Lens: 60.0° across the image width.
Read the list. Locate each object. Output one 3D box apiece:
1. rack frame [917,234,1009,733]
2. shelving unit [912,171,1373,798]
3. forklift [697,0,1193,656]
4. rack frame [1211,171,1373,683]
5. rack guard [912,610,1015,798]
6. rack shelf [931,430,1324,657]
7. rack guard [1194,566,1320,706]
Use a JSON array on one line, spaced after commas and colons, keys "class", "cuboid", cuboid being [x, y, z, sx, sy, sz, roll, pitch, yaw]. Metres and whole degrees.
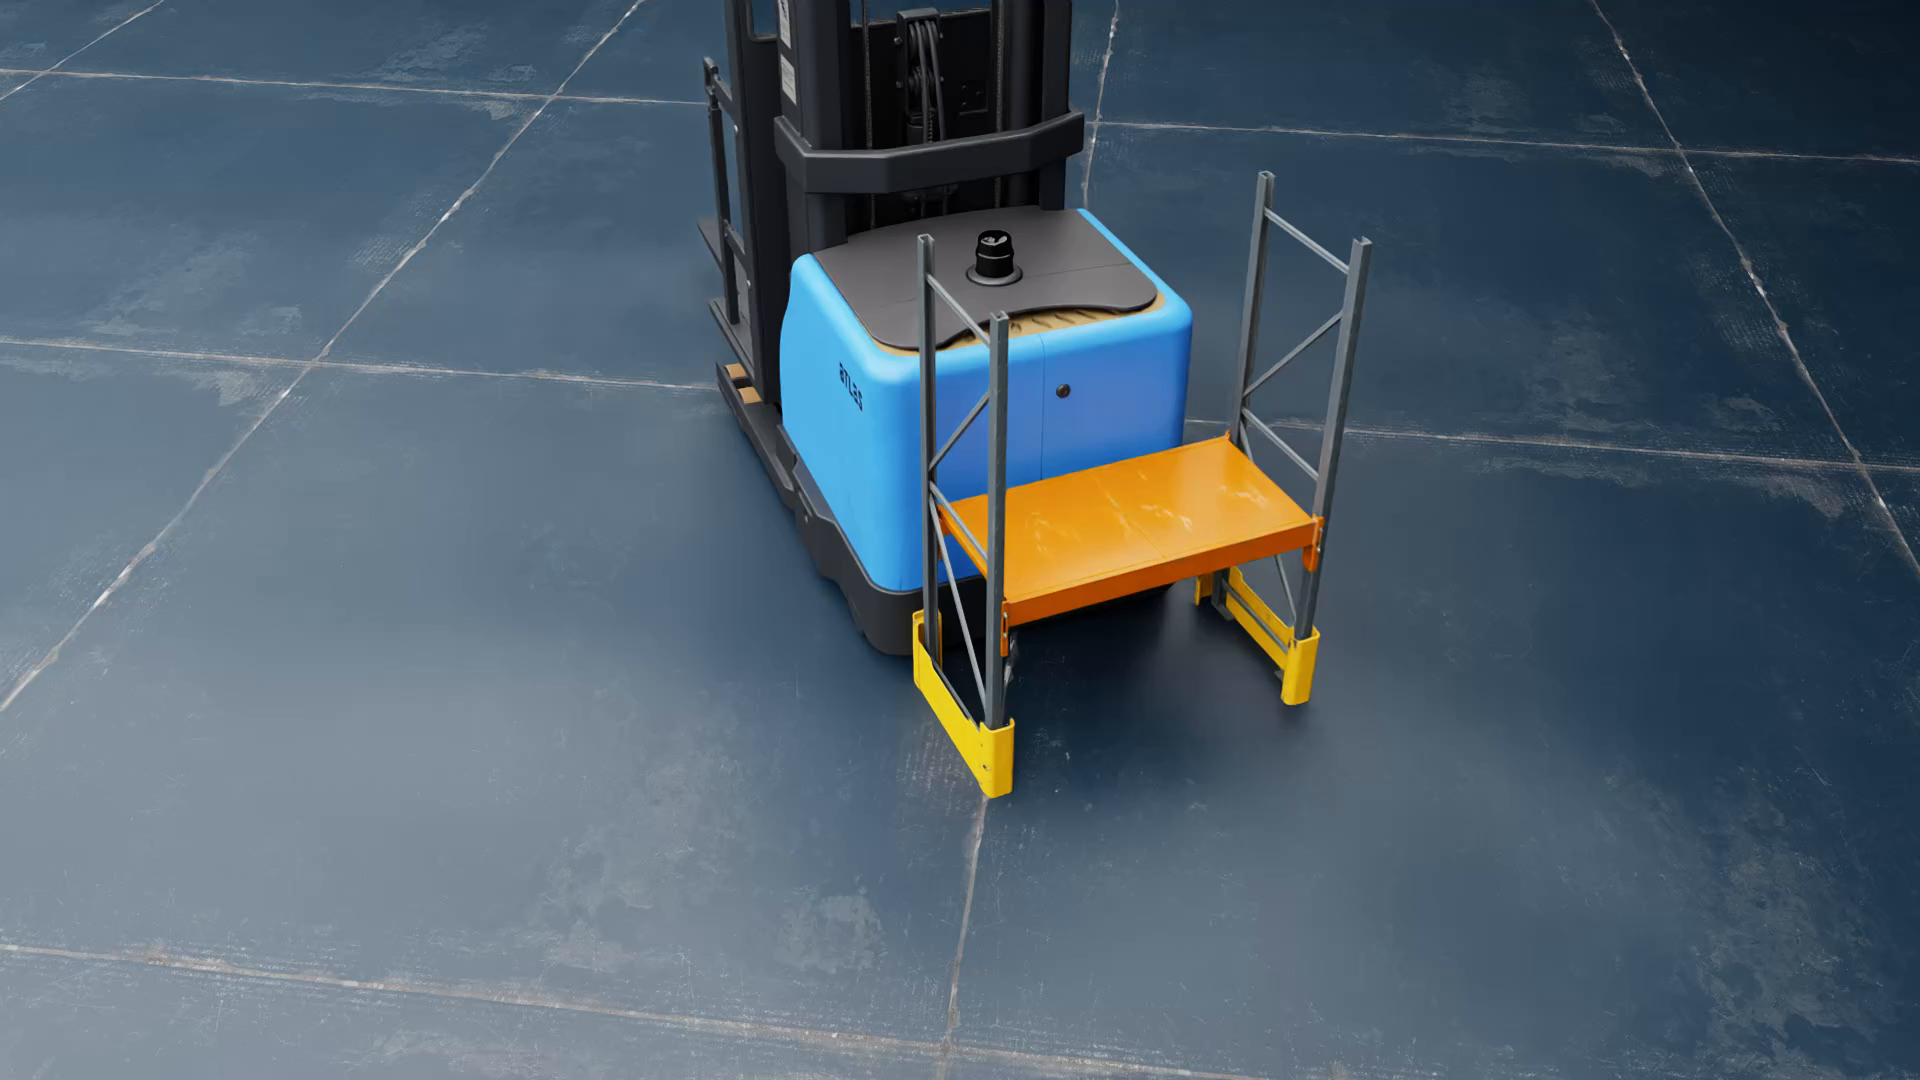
[{"class": "rack frame", "cuboid": [0.003, -0.039, 4.514, 0.032, 1.500, 0.500, -14, 38, -19]}, {"class": "shelving unit", "cuboid": [0.461, -0.154, 4.675, 1.083, 1.500, 0.587, -14, 38, -19]}, {"class": "forklift", "cuboid": [-0.300, -1.689, 5.594, 1.130, 2.935, 3.031, -13, 37, -17]}, {"class": "rack frame", "cuboid": [0.936, -0.274, 4.842, 0.032, 1.500, 0.500, -14, 38, -19]}, {"class": "rack guard", "cuboid": [0.004, 0.469, 4.877, 0.087, 0.250, 0.587, -14, 38, -19]}, {"class": "rack shelf", "cuboid": [0.470, -0.010, 4.783, 1.000, 0.185, 0.538, -14, 38, -19]}, {"class": "rack guard", "cuboid": [0.918, 0.240, 5.199, 0.087, 0.250, 0.587, -14, 38, -19]}]
